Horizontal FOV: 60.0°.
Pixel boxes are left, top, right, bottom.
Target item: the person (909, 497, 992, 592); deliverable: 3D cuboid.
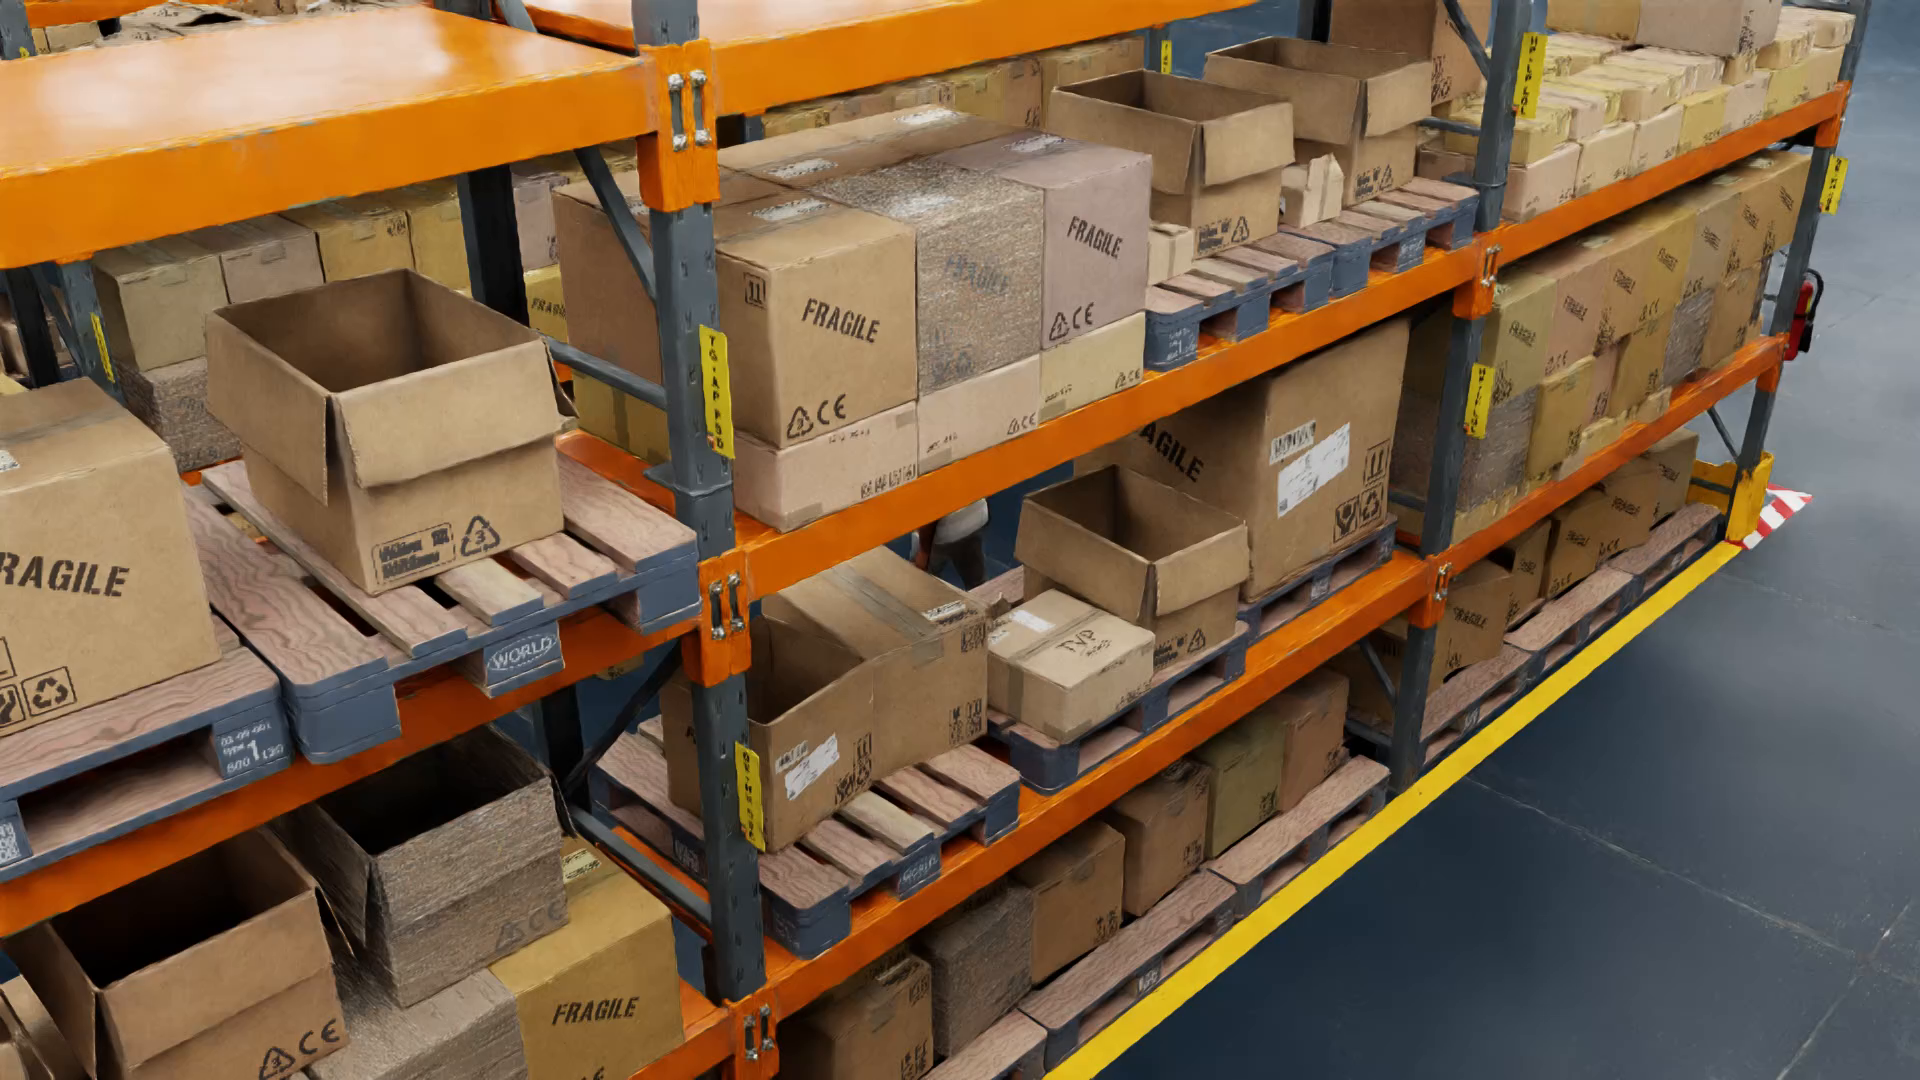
[{"bbox_3d":[-0.048,-0.100,8.811,0.680,1.727,0.523,-24,36,-38],"label":"person"}]
